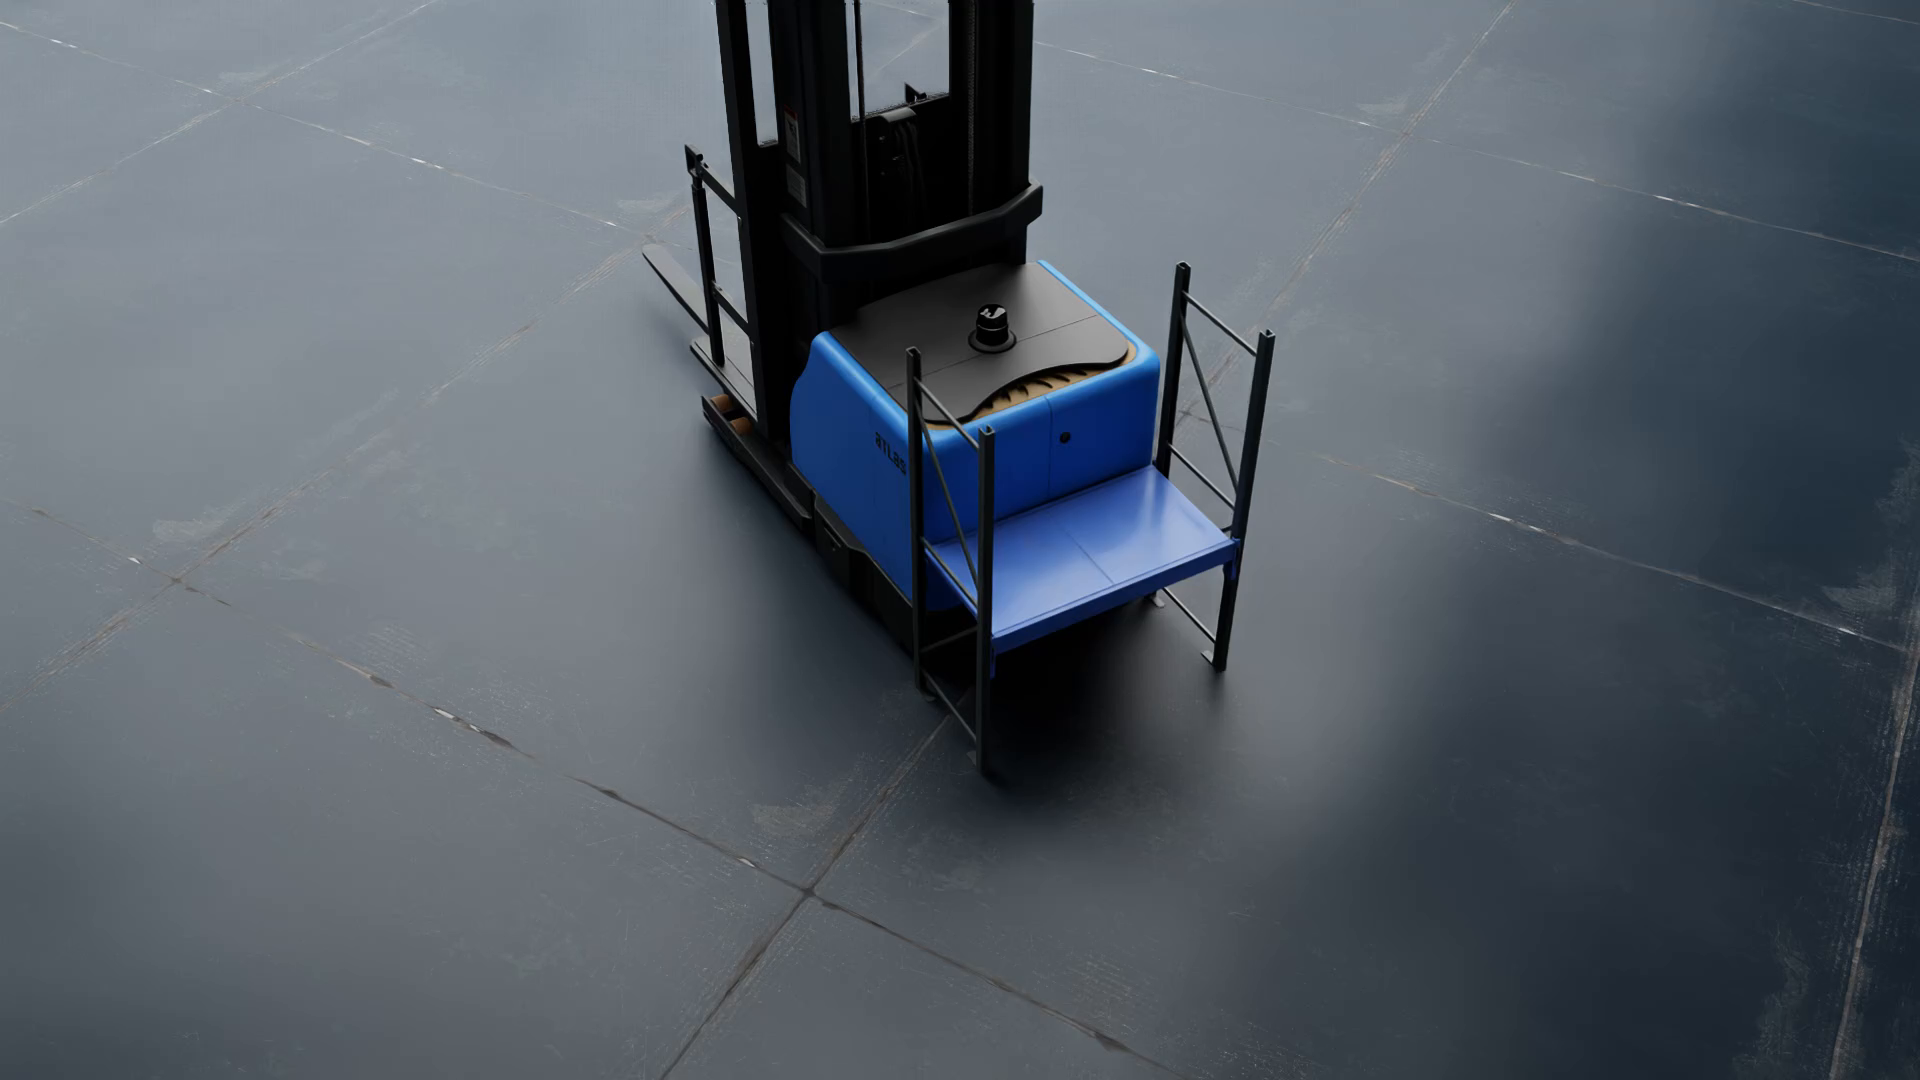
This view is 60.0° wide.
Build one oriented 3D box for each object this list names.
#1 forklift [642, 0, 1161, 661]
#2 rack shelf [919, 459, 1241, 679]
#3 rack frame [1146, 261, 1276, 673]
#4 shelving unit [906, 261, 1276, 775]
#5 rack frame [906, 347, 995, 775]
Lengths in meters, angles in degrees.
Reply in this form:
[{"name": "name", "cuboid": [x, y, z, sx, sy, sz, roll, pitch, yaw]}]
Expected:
[{"name": "forklift", "cuboid": [-0.465, -1.607, 6.357, 1.130, 2.935, 3.031, -22, 46, -23]}, {"name": "rack shelf", "cuboid": [0.411, 0.081, 5.795, 1.000, 0.185, 0.538, -20, 45, -22]}, {"name": "rack frame", "cuboid": [0.854, -0.218, 5.863, 0.032, 1.500, 0.500, -20, 45, -22]}, {"name": "shelving unit", "cuboid": [0.411, -0.054, 5.676, 1.048, 1.500, 0.538, -20, 45, -22]}, {"name": "rack frame", "cuboid": [-0.033, 0.111, 5.489, 0.032, 1.500, 0.500, -20, 45, -22]}]
